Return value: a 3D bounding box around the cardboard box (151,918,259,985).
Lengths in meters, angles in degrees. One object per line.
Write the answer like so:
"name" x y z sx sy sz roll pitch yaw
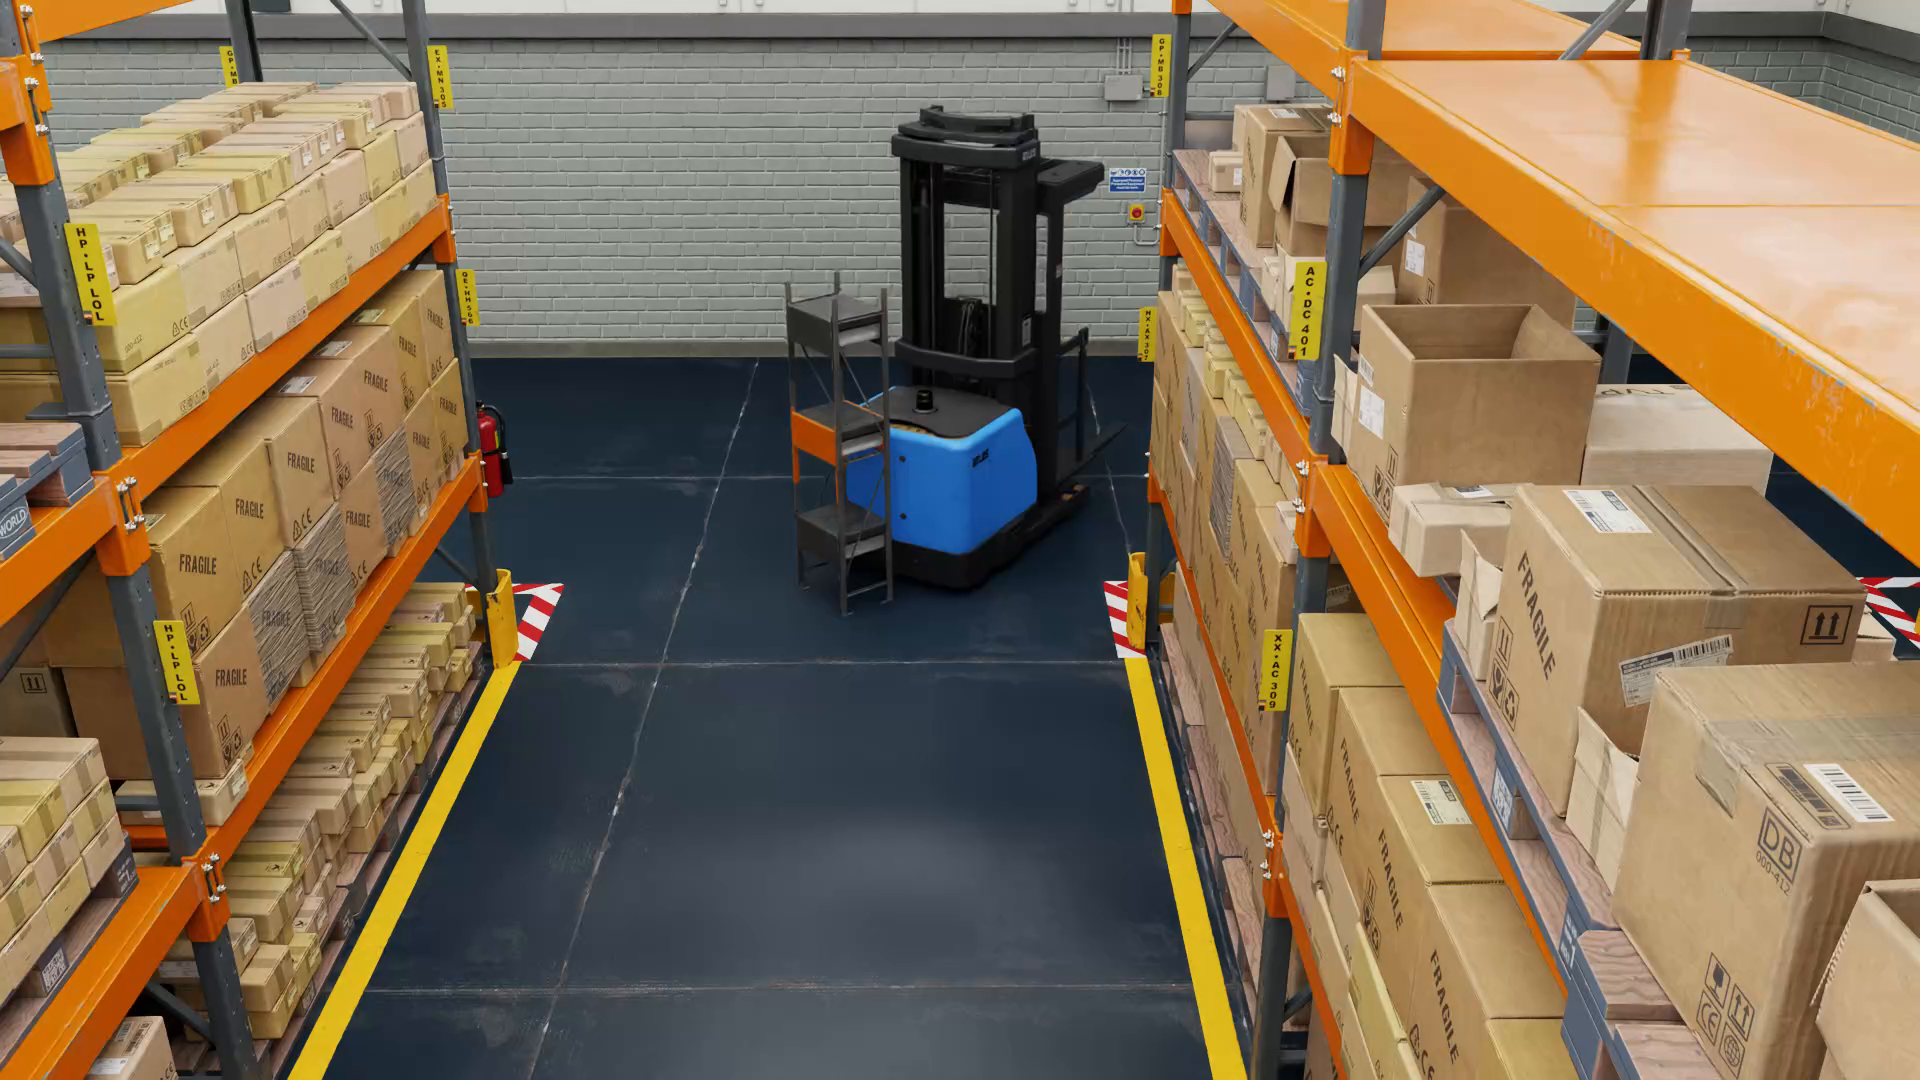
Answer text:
"cardboard box" -3.065 1.651 6.687 0.380 0.149 0.250 1 24 2

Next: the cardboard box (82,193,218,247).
"cardboard box" -3.016 -1.194 6.201 0.380 0.149 0.250 -1 24 -2

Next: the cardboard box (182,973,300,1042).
"cardboard box" -2.952 1.914 6.828 0.380 0.149 0.250 -1 24 -3

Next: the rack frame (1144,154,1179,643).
"rack frame" 1.636 -0.754 9.778 1.000 3.000 0.127 0 24 -1

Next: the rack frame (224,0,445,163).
"rack frame" -3.312 -3.424 8.400 1.000 3.000 0.127 0 24 -1

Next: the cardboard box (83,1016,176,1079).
"cardboard box" -3.008 1.869 5.590 0.500 0.250 0.500 -1 24 -2

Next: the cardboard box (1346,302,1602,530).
"cardboard box" 1.399 -0.345 4.602 0.500 0.500 0.500 -1 24 -2

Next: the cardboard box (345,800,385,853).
"cardboard box" -3.006 1.379 8.010 0.380 0.149 0.250 -1 24 -2

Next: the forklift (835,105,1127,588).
"forklift" 0.310 -1.589 11.707 1.130 2.935 3.031 13 27 26

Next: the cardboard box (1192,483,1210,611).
"cardboard box" 1.397 0.023 7.937 0.500 0.500 0.500 1 24 1

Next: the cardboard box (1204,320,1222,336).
"cardboard box" 1.402 -0.972 8.137 0.380 0.149 0.250 0 24 0

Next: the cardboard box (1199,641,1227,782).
"cardboard box" 1.762 0.870 8.785 0.875 0.438 0.875 0 24 1

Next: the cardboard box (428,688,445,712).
"cardboard box" -3.077 0.848 9.185 0.380 0.149 0.250 0 24 -1

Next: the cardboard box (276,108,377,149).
"cardboard box" -2.996 -1.946 7.865 0.380 0.149 0.250 0 24 0

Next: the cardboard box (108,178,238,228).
"cardboard box" -3.039 -1.300 6.436 0.380 0.149 0.250 -1 24 -2

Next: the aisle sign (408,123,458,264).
"aisle sign" -3.013 -1.906 9.170 0.394 0.787 0.004 0 24 -1

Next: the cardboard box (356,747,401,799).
"cardboard box" -2.980 1.144 8.169 0.380 0.149 0.250 0 24 0

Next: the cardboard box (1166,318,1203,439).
"cardboard box" 1.369 -0.844 8.640 0.500 0.500 0.500 -1 24 -2

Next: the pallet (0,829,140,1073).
"pallet" -3.406 1.361 5.334 1.003 0.211 1.213 0 24 -1

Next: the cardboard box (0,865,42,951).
"cardboard box" -3.063 1.119 5.070 0.380 0.149 0.250 1 24 2

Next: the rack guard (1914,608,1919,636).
"rack guard" 6.600 0.392 10.277 1.175 0.500 0.348 0 24 -1

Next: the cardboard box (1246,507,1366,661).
"cardboard box" 1.399 0.200 6.334 0.500 0.500 0.500 0 24 -1

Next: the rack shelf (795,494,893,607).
"rack shelf" -0.754 0.062 10.797 0.431 0.518 0.480 -19 30 -35

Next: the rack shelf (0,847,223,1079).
"rack shelf" -3.247 2.110 4.318 1.077 0.370 4.000 0 24 -1

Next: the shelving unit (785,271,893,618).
"shelving unit" -0.754 -0.588 10.503 0.431 2.100 0.503 -19 30 -35

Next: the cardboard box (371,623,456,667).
"cardboard box" -2.978 0.573 9.071 0.380 0.149 0.250 -1 24 -2

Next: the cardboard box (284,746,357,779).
"cardboard box" -3.093 1.109 7.886 0.380 0.149 0.250 -1 24 -3

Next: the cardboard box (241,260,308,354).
"cardboard box" -3.011 -0.954 6.760 0.500 0.250 0.500 1 24 2

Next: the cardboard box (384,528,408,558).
"cardboard box" -3.044 -0.023 8.466 0.380 0.149 0.250 -1 24 -3

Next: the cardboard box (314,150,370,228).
"cardboard box" -3.043 -1.606 7.597 0.500 0.250 0.500 0 24 0

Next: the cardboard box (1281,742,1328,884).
"cardboard box" 1.403 0.917 5.658 0.500 0.250 0.500 -1 24 -2

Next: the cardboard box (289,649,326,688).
"cardboard box" -3.012 0.522 7.261 0.380 0.149 0.250 0 24 0

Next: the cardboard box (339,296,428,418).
"cardboard box" -3.053 -0.931 8.473 0.500 0.500 0.500 -1 24 -2

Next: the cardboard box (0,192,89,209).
"cardboard box" -3.488 -1.196 6.205 0.380 0.149 0.250 1 24 1

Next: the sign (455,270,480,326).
"sign" -2.757 -1.356 9.320 0.100 0.325 0.005 0 24 -1

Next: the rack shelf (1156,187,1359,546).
"rack shelf" 1.658 -0.969 7.486 1.077 0.370 4.000 0 24 -1

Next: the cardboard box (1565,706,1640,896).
"cardboard box" 1.358 0.479 3.064 0.396 0.266 0.258 -1 24 -2

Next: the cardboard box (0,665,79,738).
"cardboard box" -3.557 0.579 6.348 0.500 0.500 0.500 0 24 0

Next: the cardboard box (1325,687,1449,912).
"cardboard box" 1.430 0.785 5.040 0.500 0.500 0.500 0 24 -1

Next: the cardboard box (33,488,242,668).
"cardboard box" -3.030 0.134 6.118 0.500 0.500 0.500 0 24 1

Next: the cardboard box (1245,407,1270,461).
"cardboard box" 1.411 -0.447 6.977 0.380 0.149 0.250 0 24 -1

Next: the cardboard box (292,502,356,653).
"cardboard box" -3.004 0.160 7.274 0.500 0.500 0.500 -1 24 -2

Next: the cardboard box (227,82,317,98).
"cardboard box" -3.537 -2.264 8.567 0.380 0.149 0.250 0 24 -1

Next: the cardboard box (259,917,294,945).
"cardboard box" -3.045 1.675 6.995 0.380 0.149 0.250 0 24 0

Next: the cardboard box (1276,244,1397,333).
"cardboard box" 1.353 -0.910 6.015 0.396 0.266 0.258 1 24 1

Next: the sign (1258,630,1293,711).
"sign" 1.125 0.467 5.932 0.100 0.325 0.005 0 24 -1

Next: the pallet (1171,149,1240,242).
"pallet" 1.655 -1.775 8.502 1.003 0.211 1.213 0 24 -1

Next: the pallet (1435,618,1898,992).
"pallet" 1.648 0.536 3.515 1.003 0.211 1.213 1 24 2

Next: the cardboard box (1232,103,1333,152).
"cardboard box" 1.731 -2.105 8.674 0.500 0.250 0.500 -2 24 -5

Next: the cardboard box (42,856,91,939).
"cardboard box" -3.063 1.151 5.361 0.380 0.149 0.250 0 24 0

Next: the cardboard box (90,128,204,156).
"cardboard box" -3.604 -1.732 7.390 0.380 0.149 0.250 0 24 1
